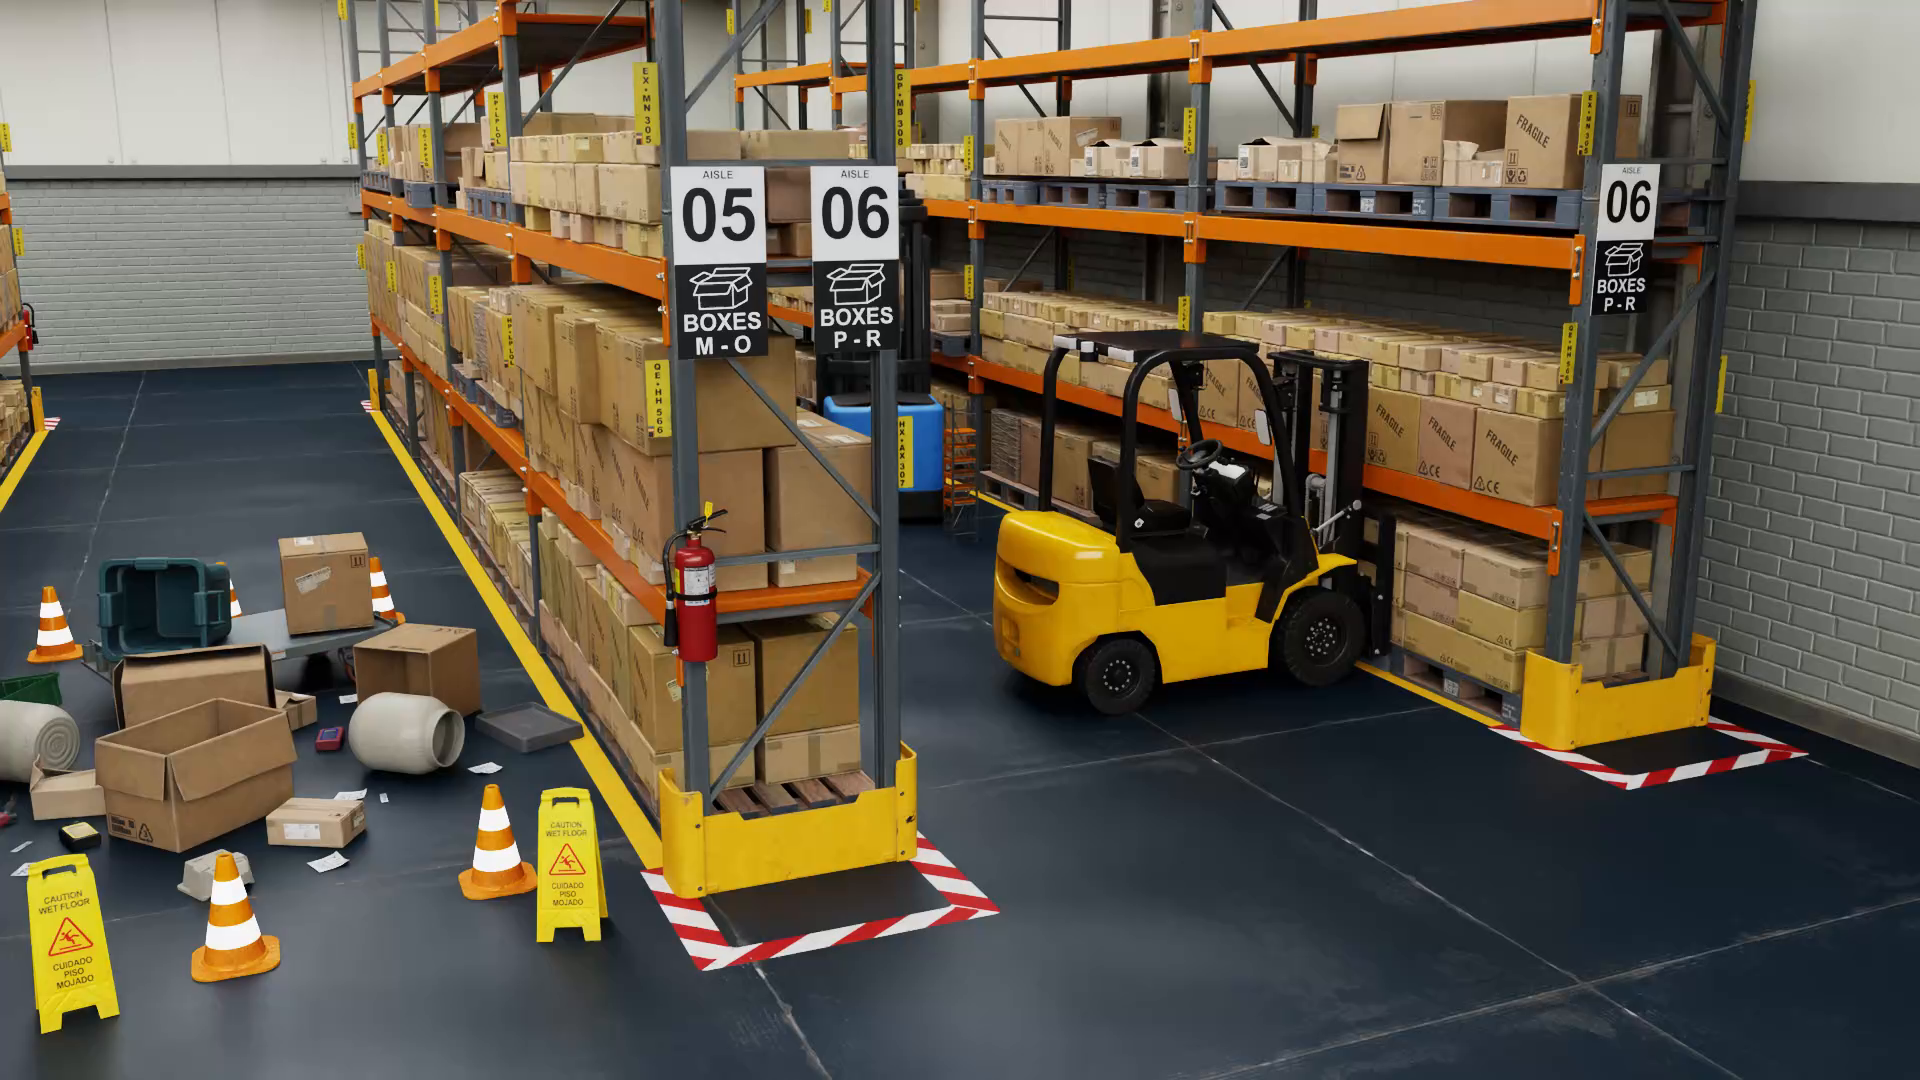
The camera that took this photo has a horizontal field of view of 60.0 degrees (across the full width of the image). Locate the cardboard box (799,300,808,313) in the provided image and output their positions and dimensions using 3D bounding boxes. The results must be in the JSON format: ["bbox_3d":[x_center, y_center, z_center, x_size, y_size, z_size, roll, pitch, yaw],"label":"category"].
[{"bbox_3d":[-1.835,-2.984,21.168,0.380,0.149,0.250,-6,14,-24],"label":"cardboard box"}]

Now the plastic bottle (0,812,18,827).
[{"bbox_3d":[-4.829,1.392,8.221,0.283,0.061,0.133,-12,18,-42],"label":"plastic bottle"}]

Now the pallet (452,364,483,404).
[{"bbox_3d":[-3.578,-1.347,13.961,1.213,0.211,1.003,-6,14,-23],"label":"pallet"}]

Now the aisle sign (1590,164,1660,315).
[{"bbox_3d":[3.547,-1.600,8.867,0.394,0.787,0.004,-6,14,-23],"label":"aisle sign"}]

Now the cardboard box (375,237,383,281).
[{"bbox_3d":[-6.607,-3.327,19.652,0.500,0.500,0.500,-6,14,-23],"label":"cardboard box"}]

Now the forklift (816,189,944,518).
[{"bbox_3d":[-0.859,-1.887,16.023,1.130,2.935,3.031,-2,13,-8],"label":"forklift"}]

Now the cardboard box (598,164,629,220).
[{"bbox_3d":[-1.397,-1.645,7.844,0.500,0.250,0.500,-6,14,-24],"label":"cardboard box"}]

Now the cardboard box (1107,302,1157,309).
[{"bbox_3d":[1.533,-2.027,14.816,0.380,0.149,0.250,-5,14,-21],"label":"cardboard box"}]

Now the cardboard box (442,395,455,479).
[{"bbox_3d":[-4.516,-1.082,16.173,0.875,0.875,0.875,-5,14,-22],"label":"cardboard box"}]

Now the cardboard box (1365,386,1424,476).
[{"bbox_3d":[2.947,-0.714,10.583,0.500,0.500,0.500,-6,14,-24],"label":"cardboard box"}]

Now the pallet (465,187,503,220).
[{"bbox_3d":[-2.927,-2.472,12.164,1.213,0.211,1.003,-6,14,-23],"label":"pallet"}]

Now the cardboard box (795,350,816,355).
[{"bbox_3d":[-2.034,-2.233,21.978,0.500,0.500,0.500,-5,14,-22],"label":"cardboard box"}]

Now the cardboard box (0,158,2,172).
[{"bbox_3d":[-11.244,-4.322,18.964,0.500,0.250,0.500,-6,14,-25],"label":"cardboard box"}]

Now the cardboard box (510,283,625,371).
[{"bbox_3d":[-2.382,-1.322,10.328,0.700,0.500,0.500,-6,14,-24],"label":"cardboard box"}]

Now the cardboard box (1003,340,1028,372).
[{"bbox_3d":[0.736,-1.736,15.549,0.500,0.250,0.500,-6,14,-24],"label":"cardboard box"}]

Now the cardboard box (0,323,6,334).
[{"bbox_3d":[-10.890,-2.385,18.581,0.380,0.149,0.250,-6,14,-25],"label":"cardboard box"}]

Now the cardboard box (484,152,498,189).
[{"bbox_3d":[-3.127,-2.662,11.969,0.500,0.250,0.500,-5,14,-22],"label":"cardboard box"}]

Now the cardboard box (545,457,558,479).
[{"bbox_3d":[-2.378,-0.487,10.380,0.380,0.149,0.250,-5,14,-21],"label":"cardboard box"}]

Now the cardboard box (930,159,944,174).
[{"bbox_3d":[-0.085,-3.820,17.019,0.380,0.149,0.250,-6,14,-23],"label":"cardboard box"}]

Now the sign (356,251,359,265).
[{"bbox_3d":[-9.515,-4.533,26.705,0.327,0.218,0.001,-6,14,-23],"label":"sign"}]

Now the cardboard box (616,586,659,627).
[{"bbox_3d":[-1.525,0.317,8.413,0.380,0.149,0.250,-5,14,-21],"label":"cardboard box"}]

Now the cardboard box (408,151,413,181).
[{"bbox_3d":[-4.834,-3.431,15.256,0.396,0.266,0.258,-6,14,-24],"label":"cardboard box"}]

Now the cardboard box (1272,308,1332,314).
[{"bbox_3d":[2.592,-1.671,12.619,0.380,0.149,0.250,-6,14,-23],"label":"cardboard box"}]

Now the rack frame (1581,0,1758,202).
[{"bbox_3d":[3.790,-3.297,8.657,1.000,3.000,0.127,-6,14,-23],"label":"rack frame"}]

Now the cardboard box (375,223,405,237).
[{"bbox_3d":[-6.695,-3.660,19.652,0.380,0.149,0.250,-6,14,-24],"label":"cardboard box"}]

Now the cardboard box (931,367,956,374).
[{"bbox_3d":[-0.202,-1.890,19.059,0.380,0.149,0.250,-5,14,-21],"label":"cardboard box"}]

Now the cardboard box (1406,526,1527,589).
[{"bbox_3d":[3.109,0.102,10.226,0.500,0.250,0.500,-5,14,-22],"label":"cardboard box"}]

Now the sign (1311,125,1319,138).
[{"bbox_3d":[2.695,-3.003,12.716,0.100,0.325,0.005,-6,14,-23],"label":"sign"}]

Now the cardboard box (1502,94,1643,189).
[{"bbox_3d":[3.389,-2.207,9.225,0.500,0.500,0.500,-5,14,-21],"label":"cardboard box"}]

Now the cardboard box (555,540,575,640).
[{"bbox_3d":[-2.145,0.274,10.036,0.500,0.500,0.500,-5,14,-21],"label":"cardboard box"}]

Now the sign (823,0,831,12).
[{"bbox_3d":[-1.522,-6.224,19.059,0.100,0.325,0.005,-6,14,-23],"label":"sign"}]

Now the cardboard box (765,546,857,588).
[{"bbox_3d":[-0.703,0.109,7.805,0.380,0.149,0.250,-6,14,-23],"label":"cardboard box"}]

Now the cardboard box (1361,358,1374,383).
[{"bbox_3d":[2.840,-1.108,10.842,0.380,0.149,0.250,-6,14,-23],"label":"cardboard box"}]

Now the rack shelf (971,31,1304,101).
[{"bbox_3d":[1.386,-3.991,14.139,1.077,0.370,4.000,-6,14,-23],"label":"rack shelf"}]

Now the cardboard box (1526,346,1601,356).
[{"bbox_3d":[3.658,-1.083,10.075,0.380,0.149,0.250,-5,14,-22],"label":"cardboard box"}]

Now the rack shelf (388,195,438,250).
[{"bbox_3d":[-4.763,-3.102,16.062,1.077,0.370,4.000,-6,14,-23],"label":"rack shelf"}]

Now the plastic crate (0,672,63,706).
[{"bbox_3d":[-5.584,0.976,9.608,0.450,0.188,0.662,-8,12,8],"label":"plastic crate"}]

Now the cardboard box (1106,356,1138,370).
[{"bbox_3d":[1.544,-1.555,13.659,0.500,0.250,0.500,-6,14,-24],"label":"cardboard box"}]

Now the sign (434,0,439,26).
[{"bbox_3d":[-6.663,-6.693,21.084,0.100,0.325,0.005,-6,14,-23],"label":"sign"}]

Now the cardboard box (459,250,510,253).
[{"bbox_3d":[-4.756,-2.658,16.761,0.500,0.500,0.500,-5,14,-21],"label":"cardboard box"}]

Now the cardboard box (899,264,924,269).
[{"bbox_3d":[-0.821,-2.879,19.005,0.700,0.500,0.500,-5,14,-22],"label":"cardboard box"}]

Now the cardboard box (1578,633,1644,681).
[{"bbox_3d":[3.772,0.642,10.111,0.500,0.250,0.500,-6,14,-23],"label":"cardboard box"}]

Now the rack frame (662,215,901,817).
[{"bbox_3d":[-0.757,0.075,7.393,1.000,3.000,0.127,-6,14,-23],"label":"rack frame"}]

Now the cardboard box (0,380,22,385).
[{"bbox_3d":[-11.217,-1.782,19.487,0.380,0.149,0.250,-5,14,-22],"label":"cardboard box"}]

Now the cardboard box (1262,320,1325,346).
[{"bbox_3d":[2.350,-1.457,11.693,0.380,0.149,0.250,-5,14,-22],"label":"cardboard box"}]

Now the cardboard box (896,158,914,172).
[{"bbox_3d":[-0.623,-4.033,17.893,0.380,0.149,0.250,-5,14,-22],"label":"cardboard box"}]

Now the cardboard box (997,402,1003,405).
[{"bbox_3d":[0.495,-1.229,17.640,0.500,0.500,0.500,-6,14,-23],"label":"cardboard box"}]

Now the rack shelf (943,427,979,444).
[{"bbox_3d":[0.006,-0.889,14.150,0.258,0.103,0.180,-6,14,-23],"label":"rack shelf"}]

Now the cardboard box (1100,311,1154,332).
[{"bbox_3d":[1.403,-1.825,13.941,0.380,0.149,0.250,-6,14,-24],"label":"cardboard box"}]

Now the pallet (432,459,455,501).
[{"bbox_3d":[-4.693,-0.640,16.669,1.003,0.211,1.213,-6,14,-23],"label":"pallet"}]

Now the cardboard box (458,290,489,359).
[{"bbox_3d":[-3.778,-1.755,13.487,0.500,0.500,0.500,-5,14,-20],"label":"cardboard box"}]

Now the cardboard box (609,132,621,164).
[{"bbox_3d":[-1.496,-1.912,8.113,0.380,0.149,0.250,-6,14,-23],"label":"cardboard box"}]

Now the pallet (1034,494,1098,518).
[{"bbox_3d":[1.364,-0.243,14.951,1.003,0.211,1.213,-6,14,-23],"label":"pallet"}]

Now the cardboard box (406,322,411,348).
[{"bbox_3d":[-5.421,-2.109,17.164,0.500,0.250,0.500,-6,14,-24],"label":"cardboard box"}]

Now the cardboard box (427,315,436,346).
[{"bbox_3d":[-4.597,-1.931,15.284,0.500,0.250,0.500,-6,14,-24],"label":"cardboard box"}]

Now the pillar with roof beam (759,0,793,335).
[{"bbox_3d":[-6.818,-6.852,24.018,9.100,9.000,0.400,-6,14,-23],"label":"pillar with roof beam"}]

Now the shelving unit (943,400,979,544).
[{"bbox_3d":[0.006,-0.582,14.222,0.258,1.200,0.189,-6,14,-23],"label":"shelving unit"}]

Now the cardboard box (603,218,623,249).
[{"bbox_3d":[-1.545,-1.524,8.208,0.380,0.149,0.250,-6,14,-23],"label":"cardboard box"}]
